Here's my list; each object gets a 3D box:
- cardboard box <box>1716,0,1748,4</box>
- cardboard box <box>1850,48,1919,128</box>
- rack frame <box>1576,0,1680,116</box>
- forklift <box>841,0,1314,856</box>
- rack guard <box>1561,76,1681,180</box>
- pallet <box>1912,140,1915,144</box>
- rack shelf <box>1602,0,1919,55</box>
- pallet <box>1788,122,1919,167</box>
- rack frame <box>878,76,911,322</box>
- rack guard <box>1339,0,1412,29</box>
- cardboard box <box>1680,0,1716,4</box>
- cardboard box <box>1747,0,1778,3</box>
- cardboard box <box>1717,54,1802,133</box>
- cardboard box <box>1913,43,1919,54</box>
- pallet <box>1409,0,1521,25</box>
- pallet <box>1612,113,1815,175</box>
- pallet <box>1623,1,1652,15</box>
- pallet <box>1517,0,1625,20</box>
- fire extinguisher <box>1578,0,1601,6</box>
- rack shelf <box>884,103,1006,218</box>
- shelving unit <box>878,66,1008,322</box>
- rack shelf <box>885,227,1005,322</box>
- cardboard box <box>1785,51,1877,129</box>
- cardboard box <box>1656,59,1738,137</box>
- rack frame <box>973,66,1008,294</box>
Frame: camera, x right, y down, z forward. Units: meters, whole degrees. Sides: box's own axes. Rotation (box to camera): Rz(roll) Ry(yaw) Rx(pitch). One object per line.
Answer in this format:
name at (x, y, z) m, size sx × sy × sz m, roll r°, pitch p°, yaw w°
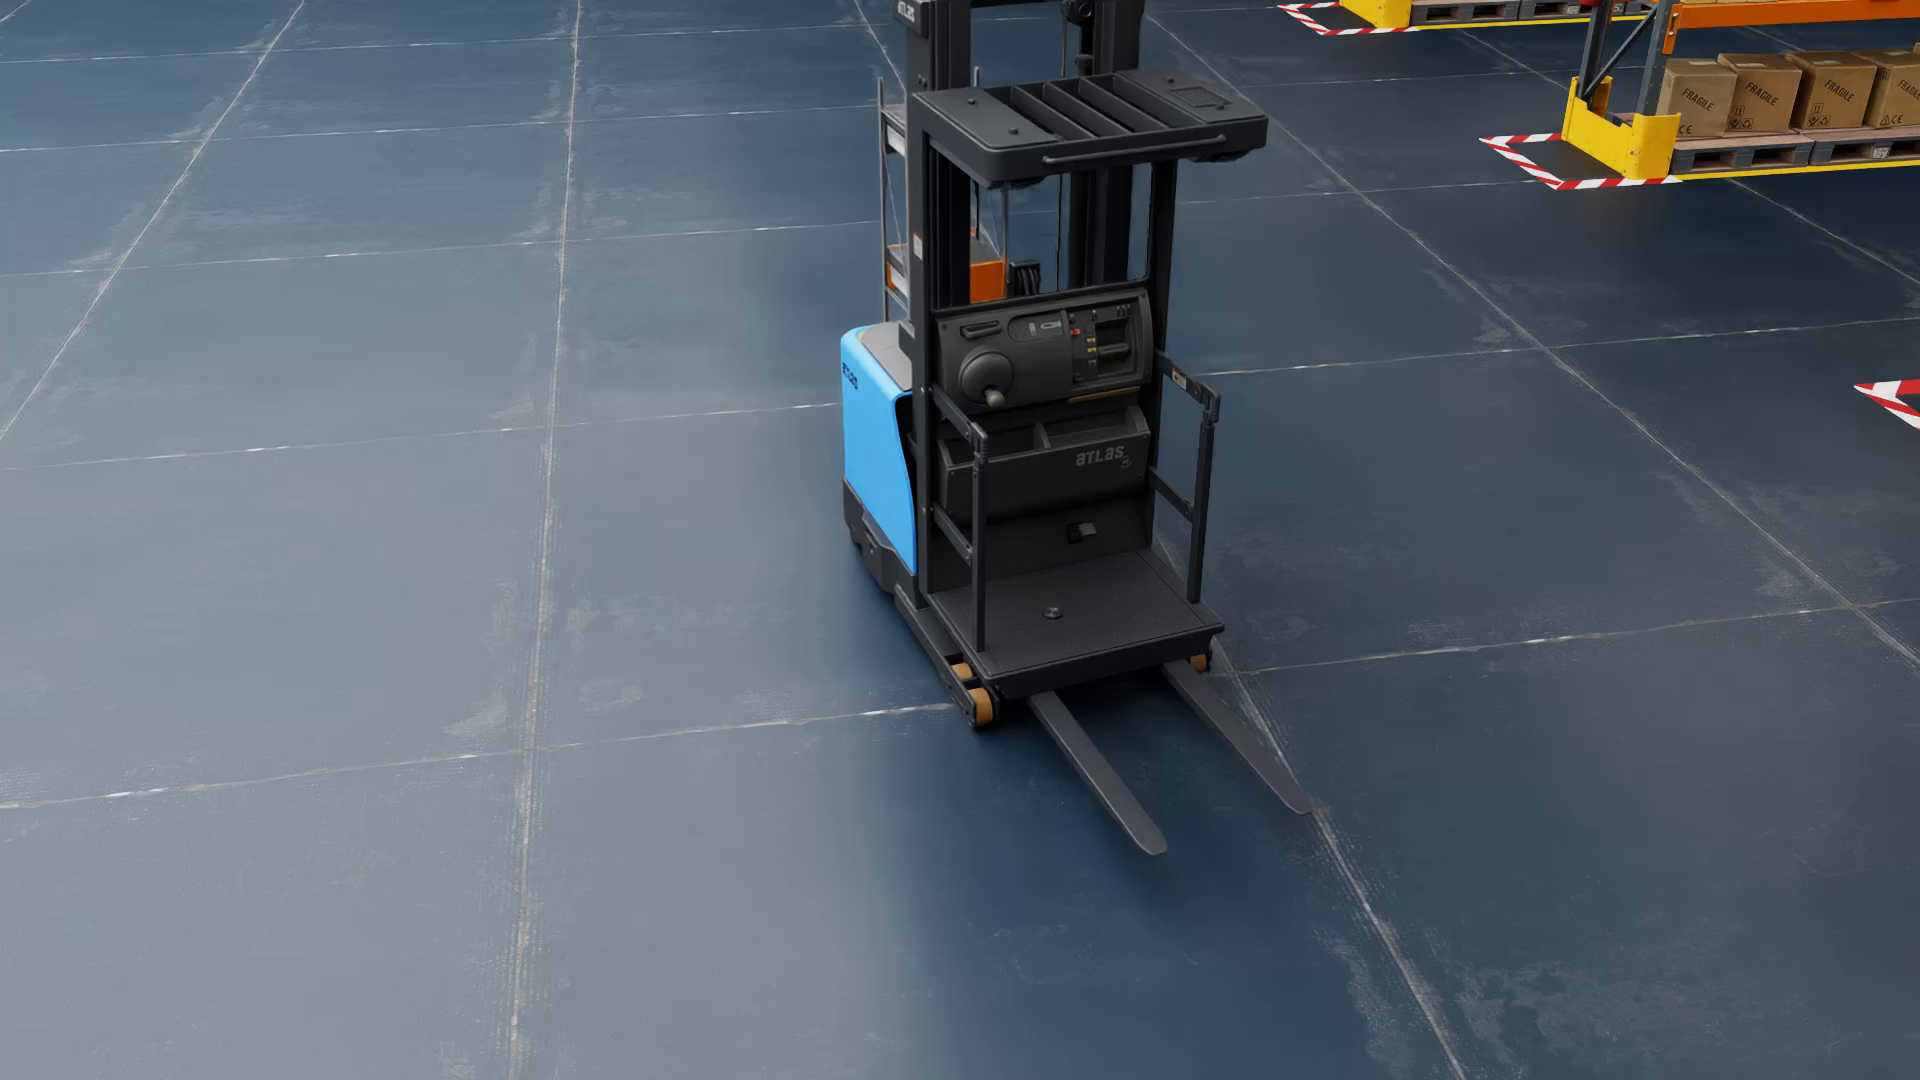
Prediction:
cardboard box at (5.824, -4.228, 12.729) m, size 0.250 × 0.149 × 0.380 m, roll -5°, pitch 31°, yaw -9°
cardboard box at (7.626, -3.716, 13.662) m, size 0.500 × 0.500 × 0.500 m, roll -8°, pitch 31°, yaw -13°
rack frame at (5.251, -4.416, 12.801) m, size 0.127 × 3.000 × 1.000 m, roll -5°, pitch 31°, yaw -9°
forklift at (0.436, -0.726, 6.592) m, size 1.130 × 2.935 × 3.031 m, roll -11°, pitch 32°, yaw -19°
rack guard at (5.326, -3.345, 13.446) m, size 0.348 × 0.500 × 1.175 m, roll -5°, pitch 31°, yaw -9°
pallet at (8.531, -3.500, 13.994) m, size 1.213 × 0.211 × 1.003 m, roll -5°, pitch 31°, yaw -9°
rack shelf at (7.218, -4.288, 13.294) m, size 4.000 × 0.370 × 1.077 m, roll -5°, pitch 31°, yaw -9°
pallet at (7.329, -3.387, 13.802) m, size 1.213 × 0.211 × 1.003 m, roll -5°, pitch 31°, yaw -9°
rack frame at (-0.306, -1.178, 8.182) m, size 0.015 × 2.100 × 0.400 m, roll -11°, pitch 32°, yaw -19°
rack guard at (4.425, -5.838, 17.686) m, size 0.348 × 0.500 × 1.175 m, roll -5°, pitch 31°, yaw -9°
cardboard box at (5.574, -4.215, 12.706) m, size 0.250 × 0.149 × 0.380 m, roll -5°, pitch 31°, yaw -9°
cardboard box at (6.072, -4.243, 12.755) m, size 0.250 × 0.149 × 0.380 m, roll -5°, pitch 31°, yaw -9°
cardboard box at (6.450, -3.640, 13.532) m, size 0.500 × 0.500 × 0.500 m, roll 2°, pitch 31°, yaw 4°
cardboard box at (8.223, -3.812, 13.825) m, size 0.500 × 0.500 × 0.500 m, roll 4°, pitch 31°, yaw 7°
pallet at (5.225, -5.785, 17.881) m, size 1.213 × 0.211 × 1.003 m, roll -5°, pitch 31°, yaw -9°
pallet at (6.131, -3.277, 13.615) m, size 1.213 × 0.211 × 1.003 m, roll -5°, pitch 31°, yaw -9°
pallet at (7.625, -6.008, 18.259) m, size 1.213 × 0.211 × 1.003 m, roll -5°, pitch 31°, yaw -9°
pallet at (6.423, -5.895, 18.067) m, size 1.213 × 0.211 × 1.003 m, roll -5°, pitch 31°, yaw -9°
fire extinguisher at (5.055, -4.602, 13.193) m, size 0.183 × 0.674 × 0.296 m, roll -5°, pitch 31°, yaw -9°
rack shelf at (-0.080, -1.815, 7.912) m, size 0.480 × 0.518 × 0.431 m, roll -11°, pitch 32°, yaw -19°
shelving unit at (-0.080, -1.224, 8.260) m, size 0.503 × 2.100 × 0.431 m, roll -11°, pitch 32°, yaw -19°
rack shelf at (-0.080, -1.212, 8.267) m, size 0.480 × 0.518 × 0.431 m, roll -11°, pitch 32°, yaw -19°
cardboard box at (7.069, -3.687, 13.614) m, size 0.500 × 0.500 × 0.500 m, roll -3°, pitch 31°, yaw -4°
cardboard box at (5.868, -3.568, 13.411) m, size 0.500 × 0.500 × 0.500 m, roll 0°, pitch 30°, yaw 0°
rack frame at (0.147, -1.269, 8.337) m, size 0.015 × 2.100 × 0.400 m, roll -11°, pitch 32°, yaw -19°
